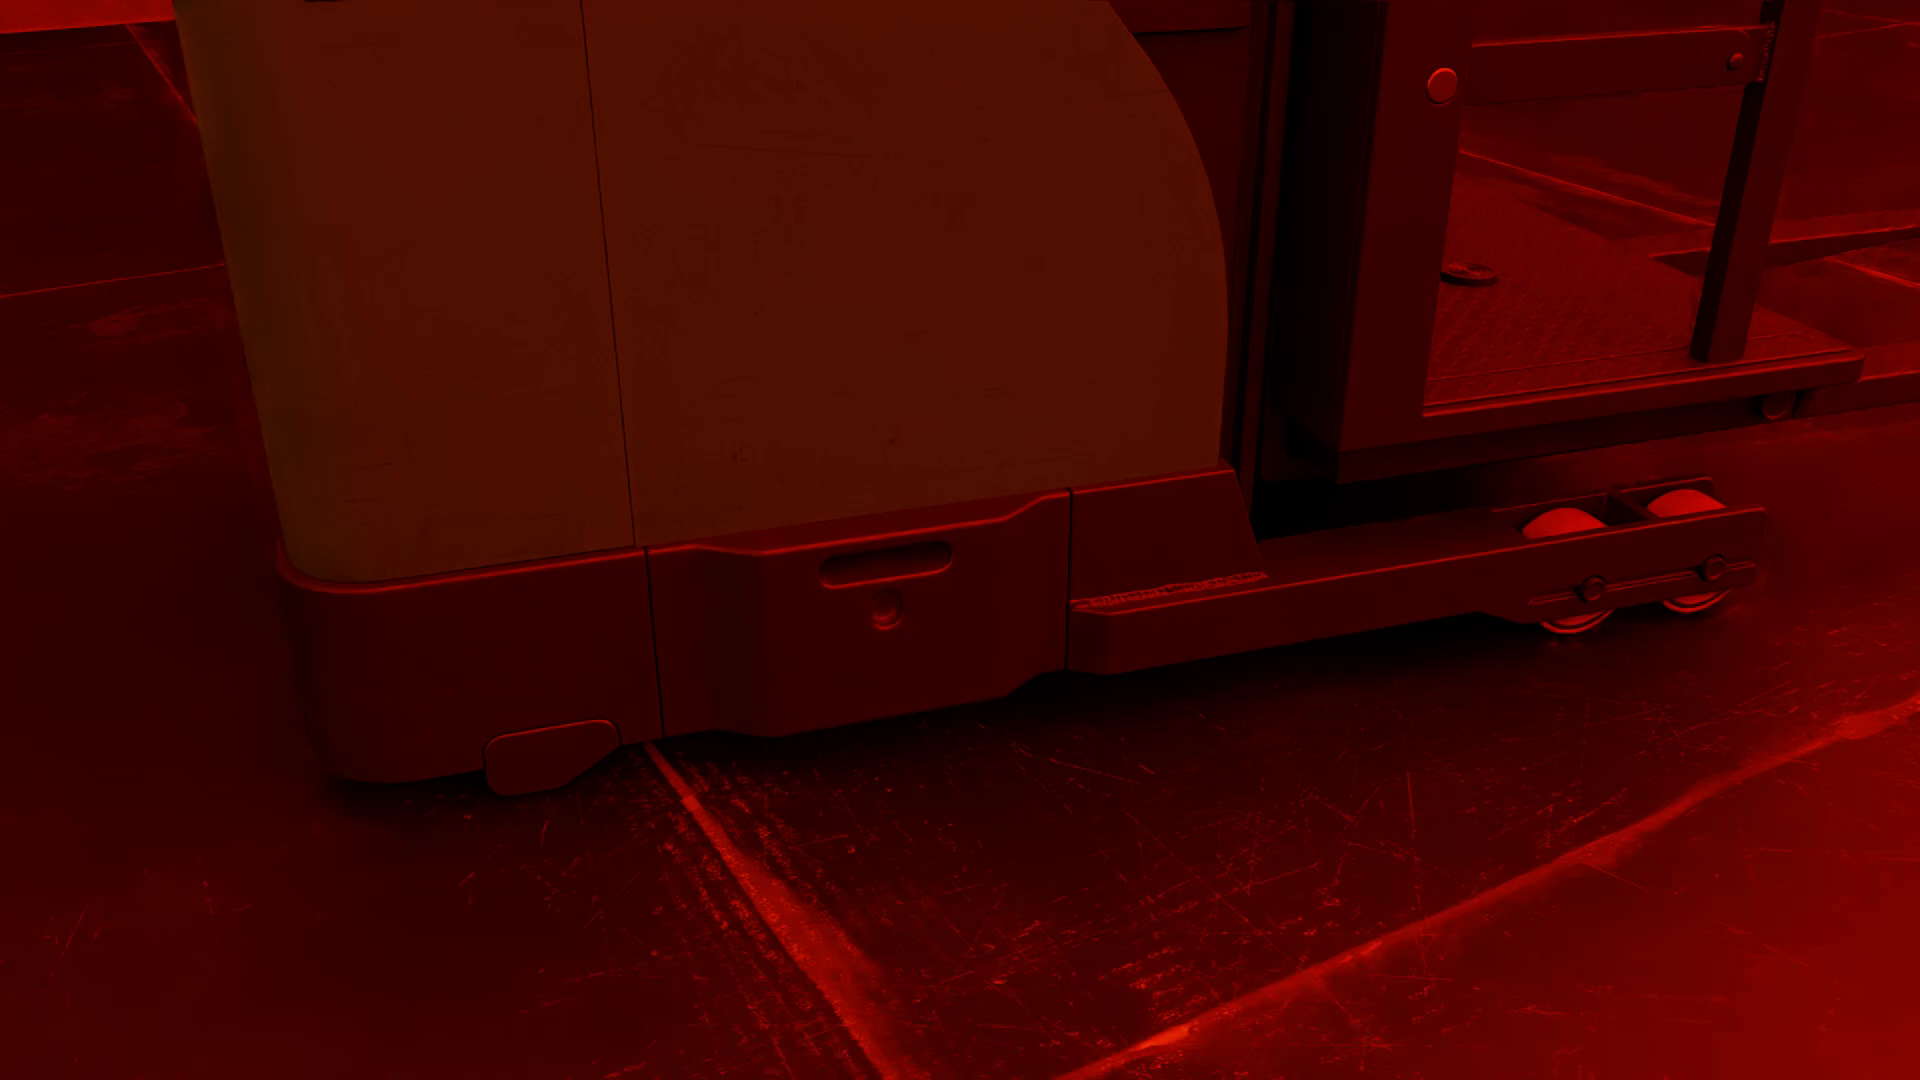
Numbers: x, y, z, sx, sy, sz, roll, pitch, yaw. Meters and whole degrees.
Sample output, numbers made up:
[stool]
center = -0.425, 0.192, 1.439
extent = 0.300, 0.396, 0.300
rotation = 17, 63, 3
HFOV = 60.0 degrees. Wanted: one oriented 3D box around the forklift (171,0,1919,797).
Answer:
[forklift]
center = 0.583, -1.399, 2.018
extent = 3.031, 2.935, 1.130
rotation = -8, 28, -16
